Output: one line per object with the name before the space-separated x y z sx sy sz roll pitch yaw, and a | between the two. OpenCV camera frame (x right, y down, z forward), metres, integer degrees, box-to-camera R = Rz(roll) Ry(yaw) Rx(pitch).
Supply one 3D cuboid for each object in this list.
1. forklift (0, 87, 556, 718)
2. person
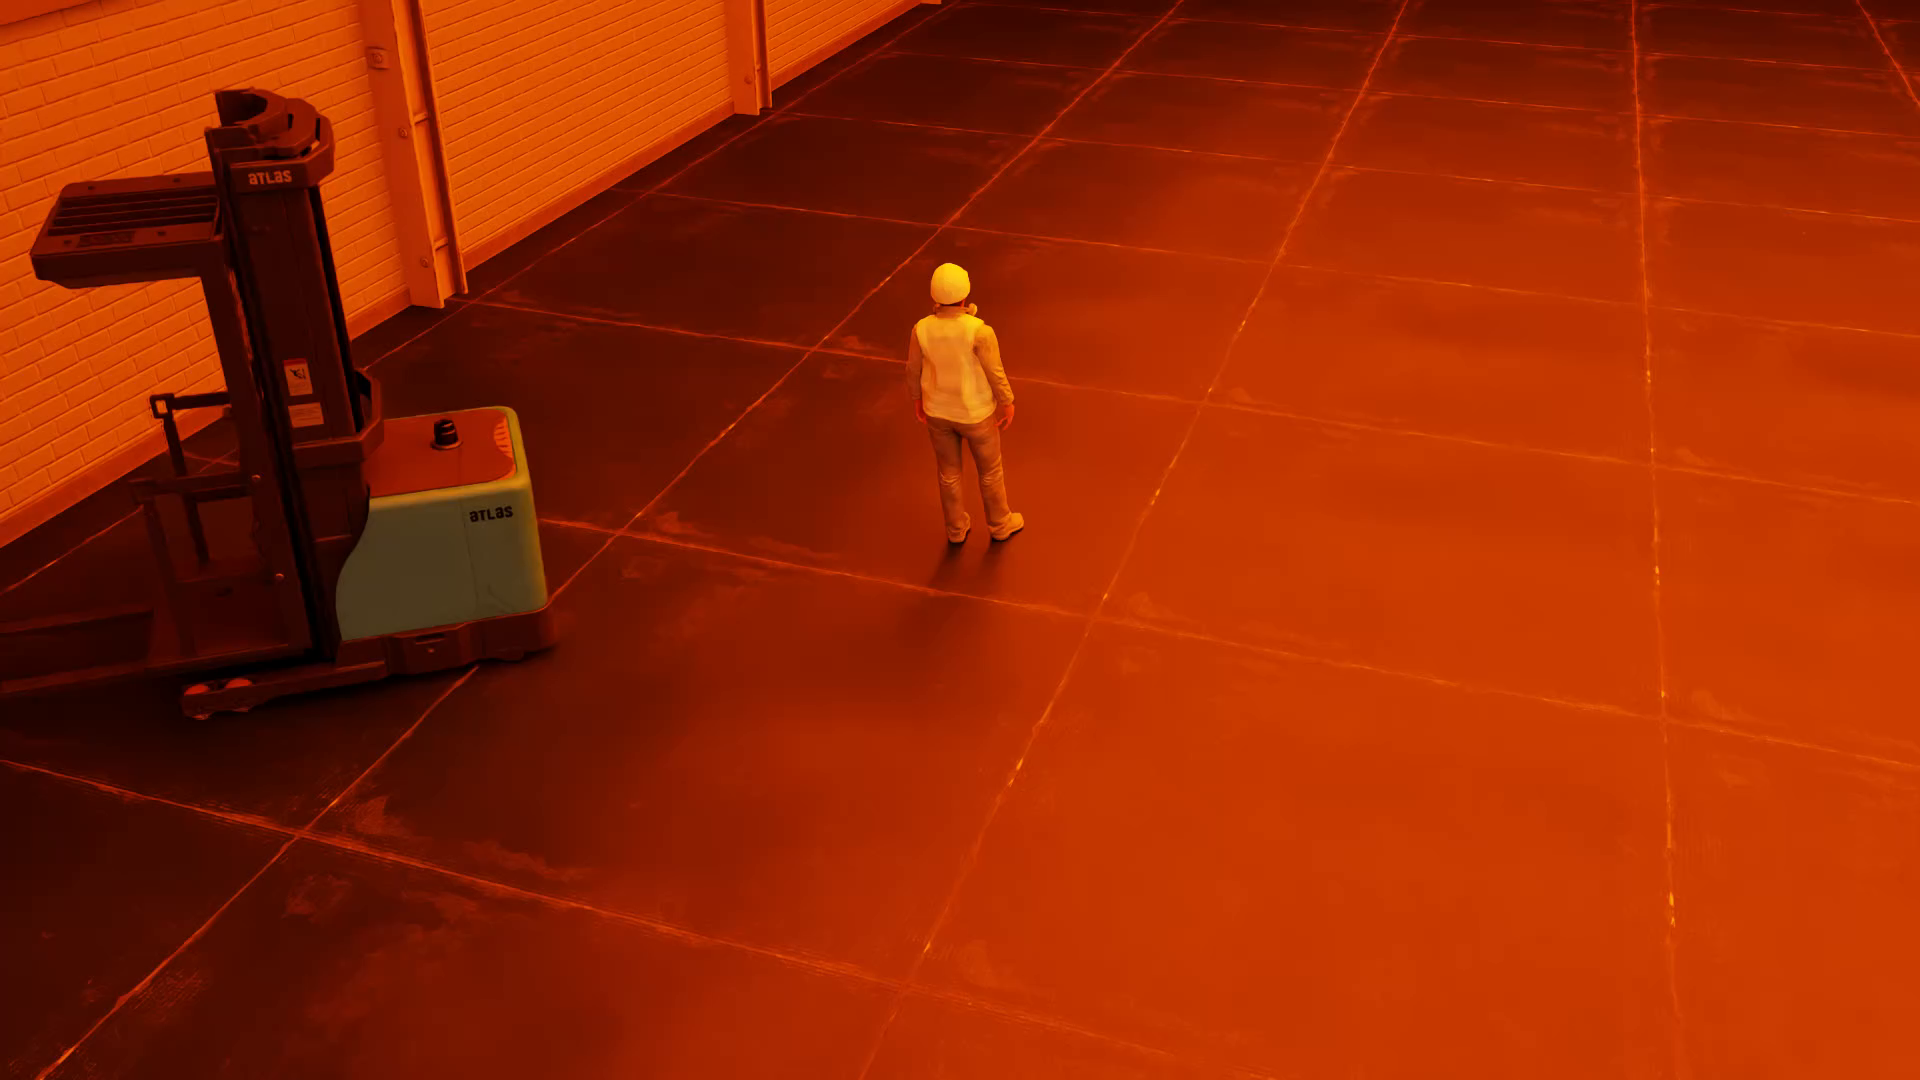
forklift | -3.765 -0.656 8.287 3.031 2.935 1.130 -9 31 -15
person | 0.028 -0.805 9.701 0.632 1.773 0.568 10 31 16
